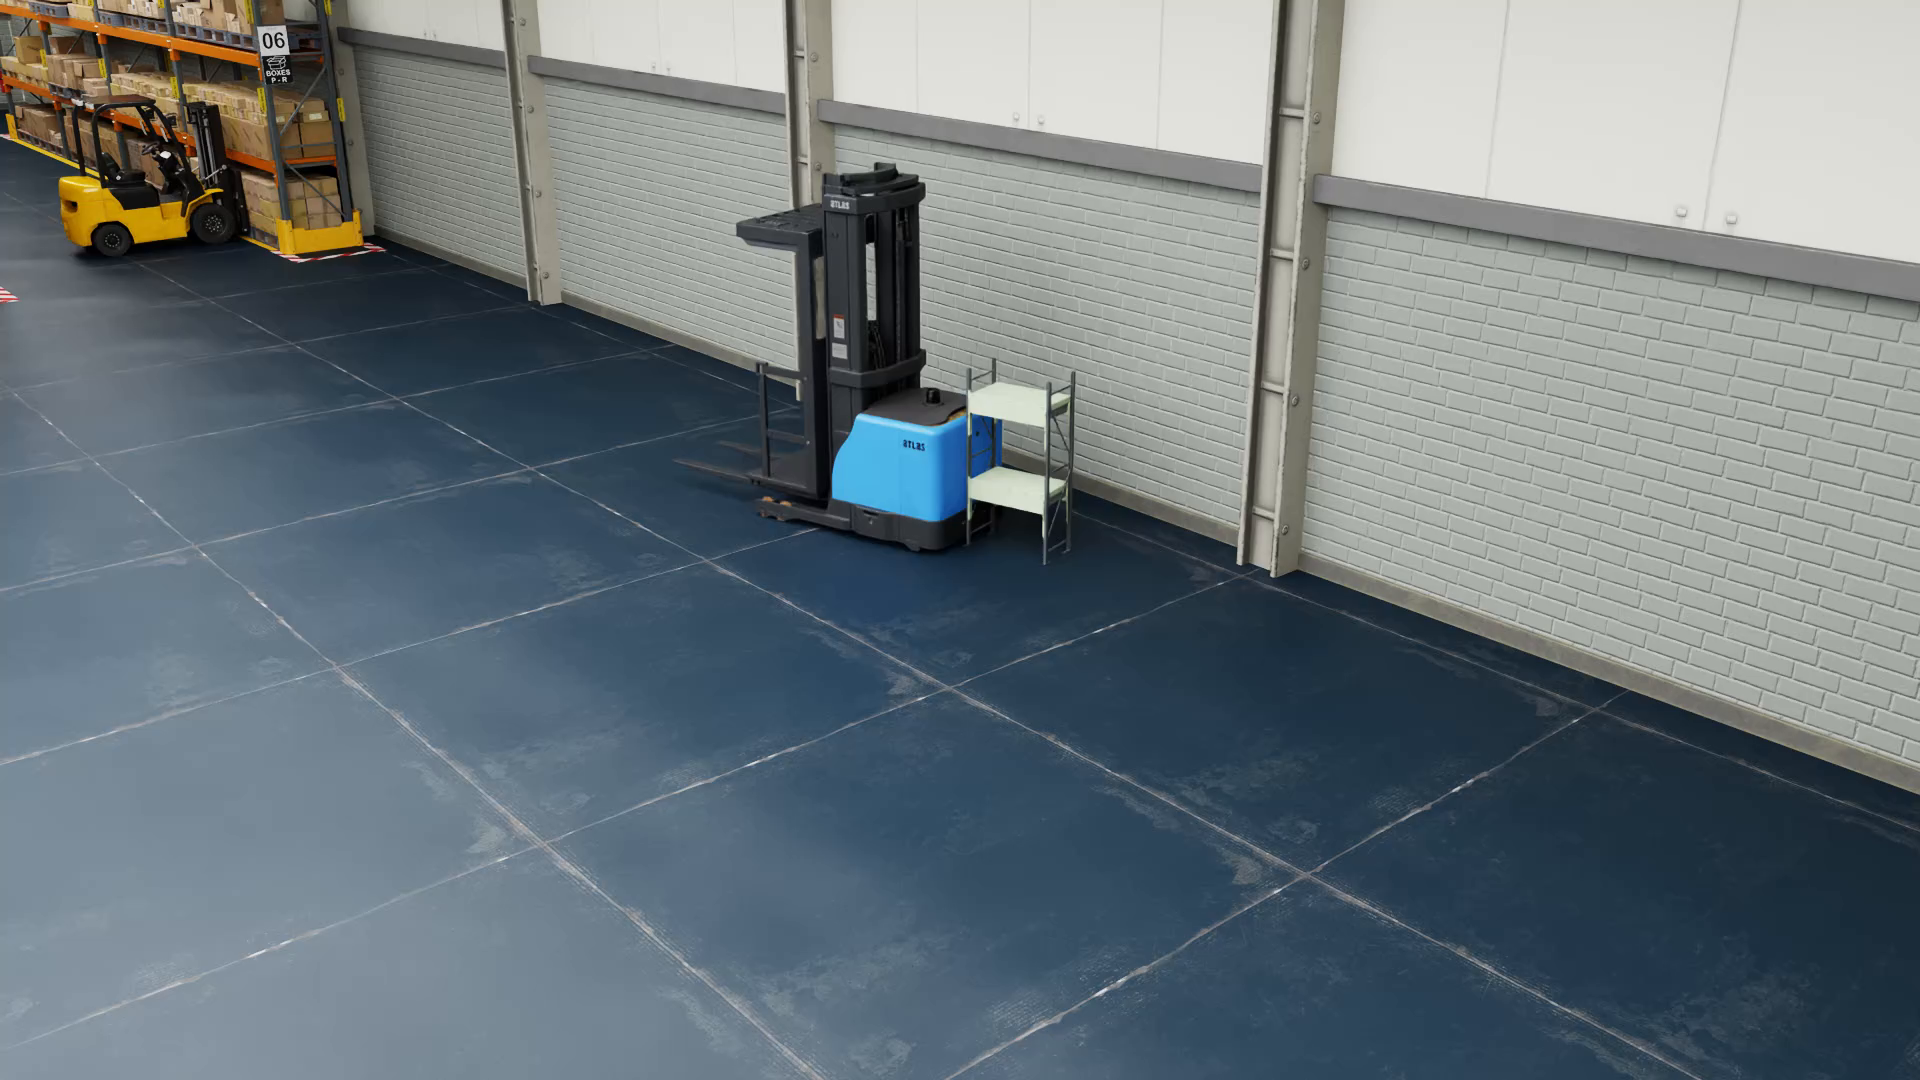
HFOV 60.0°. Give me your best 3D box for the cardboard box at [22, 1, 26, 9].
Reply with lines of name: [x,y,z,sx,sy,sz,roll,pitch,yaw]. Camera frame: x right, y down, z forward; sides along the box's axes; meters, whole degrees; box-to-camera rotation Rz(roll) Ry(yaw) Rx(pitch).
cardboard box: [-18.310,-10.597,32.885,0.380,0.149,0.250,-18,27,-38]

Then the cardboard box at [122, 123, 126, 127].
cardboard box: [-15.746,-7.866,31.643,0.380,0.149,0.250,-17,27,-37]

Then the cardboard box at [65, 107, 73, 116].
cardboard box: [-17.290,-8.399,32.595,0.380,0.149,0.250,-18,28,-38]

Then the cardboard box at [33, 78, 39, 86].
cardboard box: [-18.481,-9.261,33.587,0.380,0.149,0.250,-18,28,-38]

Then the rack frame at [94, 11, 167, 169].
rack frame: [-14.757,-7.970,29.945,1.000,3.000,0.127,-17,27,-37]

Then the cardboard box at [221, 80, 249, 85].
cardboard box: [-11.709,-7.335,26.891,0.380,0.149,0.250,-17,27,-37]

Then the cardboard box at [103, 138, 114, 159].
cardboard box: [-15.515,-7.208,30.851,0.500,0.500,0.500,-18,28,-38]

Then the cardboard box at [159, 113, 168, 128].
cardboard box: [-13.006,-7.009,27.698,0.500,0.250,0.500,-18,27,-38]

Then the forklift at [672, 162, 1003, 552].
forklift: [-1.144,-1.668,13.949,3.031,2.935,1.130,14,25,31]

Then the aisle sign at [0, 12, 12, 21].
aisle sign: [-20.246,-11.339,34.984,0.394,0.787,0.004,-17,27,-37]

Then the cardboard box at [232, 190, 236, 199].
cardboard box: [-11.086,-5.385,25.856,0.500,0.250,0.500,-18,27,-38]

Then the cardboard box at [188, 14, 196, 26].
cardboard box: [-11.582,-7.978,25.484,0.380,0.149,0.250,-16,27,-36]

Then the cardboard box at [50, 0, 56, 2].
cardboard box: [-16.647,-10.065,30.814,0.380,0.149,0.250,-17,27,-36]

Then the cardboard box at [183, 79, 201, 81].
cardboard box: [-13.173,-7.794,28.469,0.380,0.149,0.250,-17,27,-37]

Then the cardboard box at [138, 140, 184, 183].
cardboard box: [-13.928,-6.705,29.397,0.875,0.625,0.625,-16,27,-36]

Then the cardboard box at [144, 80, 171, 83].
cardboard box: [-13.679,-7.757,28.376,0.380,0.149,0.250,-17,27,-37]

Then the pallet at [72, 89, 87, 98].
pallet: [-16.030,-8.416,31.349,1.003,0.211,1.213,-17,27,-37]

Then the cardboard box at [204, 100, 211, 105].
cardboard box: [-11.501,-6.767,25.848,0.380,0.149,0.250,-18,28,-38]

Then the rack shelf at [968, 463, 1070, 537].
rack shelf: [0.476,-0.327,13.383,0.720,0.370,0.431,14,25,31]

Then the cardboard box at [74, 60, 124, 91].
cardboard box: [-15.963,-8.620,30.888,0.797,0.503,0.637,-18,28,-39]

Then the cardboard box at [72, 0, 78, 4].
cardboard box: [-15.991,-9.885,30.380,0.380,0.149,0.250,-16,27,-36]

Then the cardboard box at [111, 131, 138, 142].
cardboard box: [-15.271,-7.379,30.400,0.380,0.149,0.250,-19,28,-40]

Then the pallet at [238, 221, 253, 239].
pallet: [-10.858,-4.999,26.184,1.003,0.211,1.213,-17,27,-37]

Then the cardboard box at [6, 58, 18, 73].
cardboard box: [-19.558,-9.920,34.722,0.500,0.250,0.500,-17,27,-37]

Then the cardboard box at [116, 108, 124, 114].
cardboard box: [-14.653,-7.719,29.511,0.500,0.250,0.500,-17,27,-37]

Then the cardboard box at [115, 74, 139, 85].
cardboard box: [-14.597,-8.087,29.217,0.380,0.149,0.250,-17,27,-36]

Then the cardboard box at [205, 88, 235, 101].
cardboard box: [-11.470,-6.913,25.813,0.380,0.149,0.250,-18,28,-38]

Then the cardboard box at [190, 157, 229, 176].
cardboard box: [-12.068,-6.037,26.834,0.500,0.250,0.500,-18,28,-38]

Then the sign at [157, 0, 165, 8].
sign: [-12.551,-8.517,26.088,0.100,0.325,0.005,-17,27,-37]

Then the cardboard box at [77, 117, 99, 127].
cardboard box: [-16.920,-8.120,32.290,0.380,0.149,0.250,-19,28,-40]

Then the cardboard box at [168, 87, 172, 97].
cardboard box: [-12.839,-7.402,27.468,0.380,0.149,0.250,-17,27,-37]

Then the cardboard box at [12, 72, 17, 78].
cardboard box: [-19.771,-9.848,35.084,0.380,0.149,0.250,-17,27,-36]

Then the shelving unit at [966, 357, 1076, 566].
shelving unit: [0.476,-0.631,13.264,0.755,1.500,0.431,14,25,31]

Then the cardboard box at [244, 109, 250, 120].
cardboard box: [-10.439,-6.358,24.804,0.380,0.149,0.250,-18,27,-38]

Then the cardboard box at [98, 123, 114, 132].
cardboard box: [-16.116,-7.753,31.353,0.380,0.149,0.250,-19,28,-40]

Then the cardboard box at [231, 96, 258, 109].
cardboard box: [-10.665,-6.554,24.896,0.380,0.149,0.250,-17,27,-36]

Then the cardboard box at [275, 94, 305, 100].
cardboard box: [-10.071,-6.612,25.044,0.380,0.149,0.250,-17,27,-37]

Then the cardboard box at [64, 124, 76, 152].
cardboard box: [-17.223,-7.919,32.668,0.500,0.500,0.500,-16,26,-35]

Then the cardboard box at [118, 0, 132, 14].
cardboard box: [-13.805,-9.116,27.908,0.500,0.500,0.500,-17,27,-36]

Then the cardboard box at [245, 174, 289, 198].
cardboard box: [-10.410,-5.333,25.036,0.500,0.250,0.500,-17,27,-36]

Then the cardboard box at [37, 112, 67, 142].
cardboard box: [-18.446,-8.488,34.119,0.700,0.500,0.500,-19,28,-39]

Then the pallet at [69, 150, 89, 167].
pallet: [-16.809,-7.561,32.724,1.003,0.211,1.213,-17,27,-37]

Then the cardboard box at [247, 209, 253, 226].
cardboard box: [-10.718,-5.009,25.581,0.500,0.250,0.500,-17,27,-37]

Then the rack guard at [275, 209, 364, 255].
rack guard: [-9.519,-4.589,24.741,1.175,0.500,0.348,-17,27,-37]

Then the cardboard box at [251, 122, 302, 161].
cardboard box: [-10.055,-5.879,24.471,0.500,0.500,0.500,-18,28,-39]

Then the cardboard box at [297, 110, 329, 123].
cardboard box: [-9.560,-6.263,24.562,0.380,0.149,0.250,-18,28,-39]

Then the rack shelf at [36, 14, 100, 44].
rack shelf: [-16.063,-9.584,30.940,1.077,0.370,4.000,-17,27,-37]

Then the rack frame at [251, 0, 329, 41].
rack frame: [-9.535,-8.553,23.208,1.000,3.000,0.127,-17,27,-37]

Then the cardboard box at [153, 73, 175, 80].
cardboard box: [-14.013,-8.145,29.365,0.380,0.149,0.250,-17,27,-37]

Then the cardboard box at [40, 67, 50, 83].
cardboard box: [-17.885,-9.226,32.951,0.500,0.250,0.500,-17,27,-36]

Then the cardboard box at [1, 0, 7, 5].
cardboard box: [-19.341,-11.011,33.942,0.380,0.149,0.250,-18,27,-38]

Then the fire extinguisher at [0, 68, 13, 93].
fire extinguisher: [-20.425,-9.901,35.493,0.296,0.674,0.183,-17,27,-37]

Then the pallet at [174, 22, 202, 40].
pallet: [-11.570,-7.990,26.006,1.003,0.211,1.213,-17,27,-37]

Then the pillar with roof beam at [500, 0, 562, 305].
pillar with roof beam: [-8.652,-6.277,17.398,9.100,9.000,0.400,-17,27,-37]

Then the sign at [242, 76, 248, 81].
sign: [-11.727,-7.437,27.289,0.100,0.325,0.005,-17,27,-37]

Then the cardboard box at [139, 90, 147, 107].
cardboard box: [-13.646,-7.529,28.340,0.500,0.250,0.500,-17,27,-37]

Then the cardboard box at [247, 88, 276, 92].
cardboard box: [-10.897,-6.974,25.968,0.380,0.149,0.250,-18,28,-38]

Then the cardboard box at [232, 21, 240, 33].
cardboard box: [-10.306,-7.438,24.106,0.380,0.149,0.250,-18,28,-39]
